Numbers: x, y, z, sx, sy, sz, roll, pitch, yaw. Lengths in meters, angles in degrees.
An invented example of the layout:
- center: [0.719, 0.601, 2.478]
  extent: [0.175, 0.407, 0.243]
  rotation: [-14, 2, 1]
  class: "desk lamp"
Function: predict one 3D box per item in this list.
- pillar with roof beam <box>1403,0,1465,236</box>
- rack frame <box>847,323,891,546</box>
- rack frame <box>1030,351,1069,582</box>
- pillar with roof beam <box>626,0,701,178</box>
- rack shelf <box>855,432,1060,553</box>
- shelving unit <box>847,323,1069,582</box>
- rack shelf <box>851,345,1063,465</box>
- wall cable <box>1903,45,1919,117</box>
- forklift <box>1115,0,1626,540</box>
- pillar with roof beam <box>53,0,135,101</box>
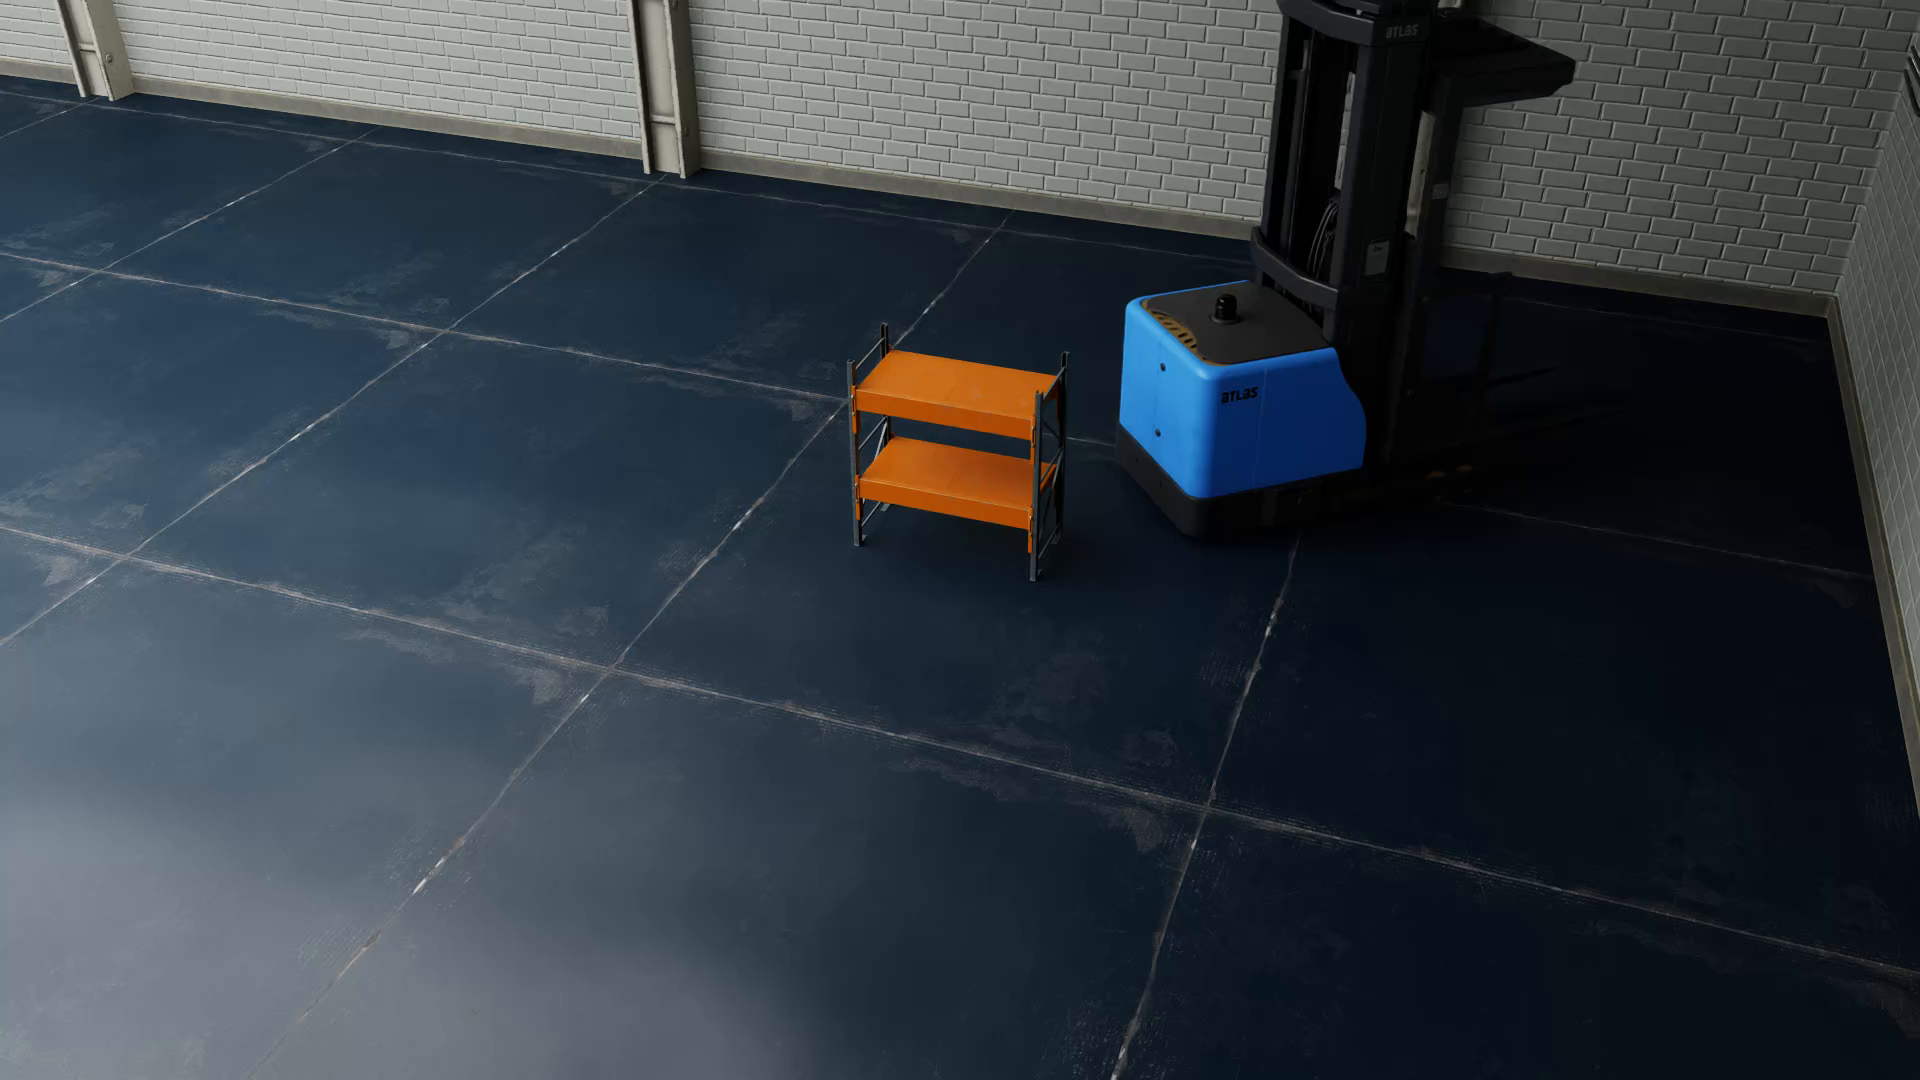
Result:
- center: [1.771, -3.620, 6.529]
  extent: [0.400, 9.000, 9.100]
  rotation: [11, 34, 16]
  class: "pillar with roof beam"
- center: [-0.485, -0.567, 9.059]
  extent: [0.032, 1.125, 0.500]
  rotation: [11, 34, 16]
  class: "rack frame"
- center: [0.472, -0.381, 8.771]
  extent: [0.032, 1.125, 0.500]
  rotation: [11, 34, 16]
  class: "rack frame"
- center: [-3.877, -4.718, 8.229]
  extent: [0.400, 9.000, 9.100]
  rotation: [11, 34, 16]
  class: "pillar with roof beam"
- center: [-0.006, -0.268, 9.047]
  extent: [1.000, 0.278, 0.538]
  rotation: [11, 34, 16]
  class: "rack shelf"
- center: [-0.006, -0.474, 8.915]
  extent: [1.048, 1.125, 0.538]
  rotation: [11, 34, 16]
  class: "shelving unit"
- center: [-0.006, -0.720, 8.756]
  extent: [1.000, 0.278, 0.538]
  rotation: [11, 34, 16]
  class: "rack shelf"
- center: [5.551, -3.299, 8.895]
  extent: [0.112, 2.526, 3.097]
  rotation: [11, 34, 16]
  class: "wall cable"
- center: [2.489, -1.721, 9.181]
  extent: [3.031, 2.935, 1.130]
  rotation: [-11, 35, -17]
  class: "forklift"
- center: [-9.525, -5.816, 9.930]
  extent: [0.400, 9.000, 9.100]
  rotation: [11, 34, 16]
  class: "pillar with roof beam"
